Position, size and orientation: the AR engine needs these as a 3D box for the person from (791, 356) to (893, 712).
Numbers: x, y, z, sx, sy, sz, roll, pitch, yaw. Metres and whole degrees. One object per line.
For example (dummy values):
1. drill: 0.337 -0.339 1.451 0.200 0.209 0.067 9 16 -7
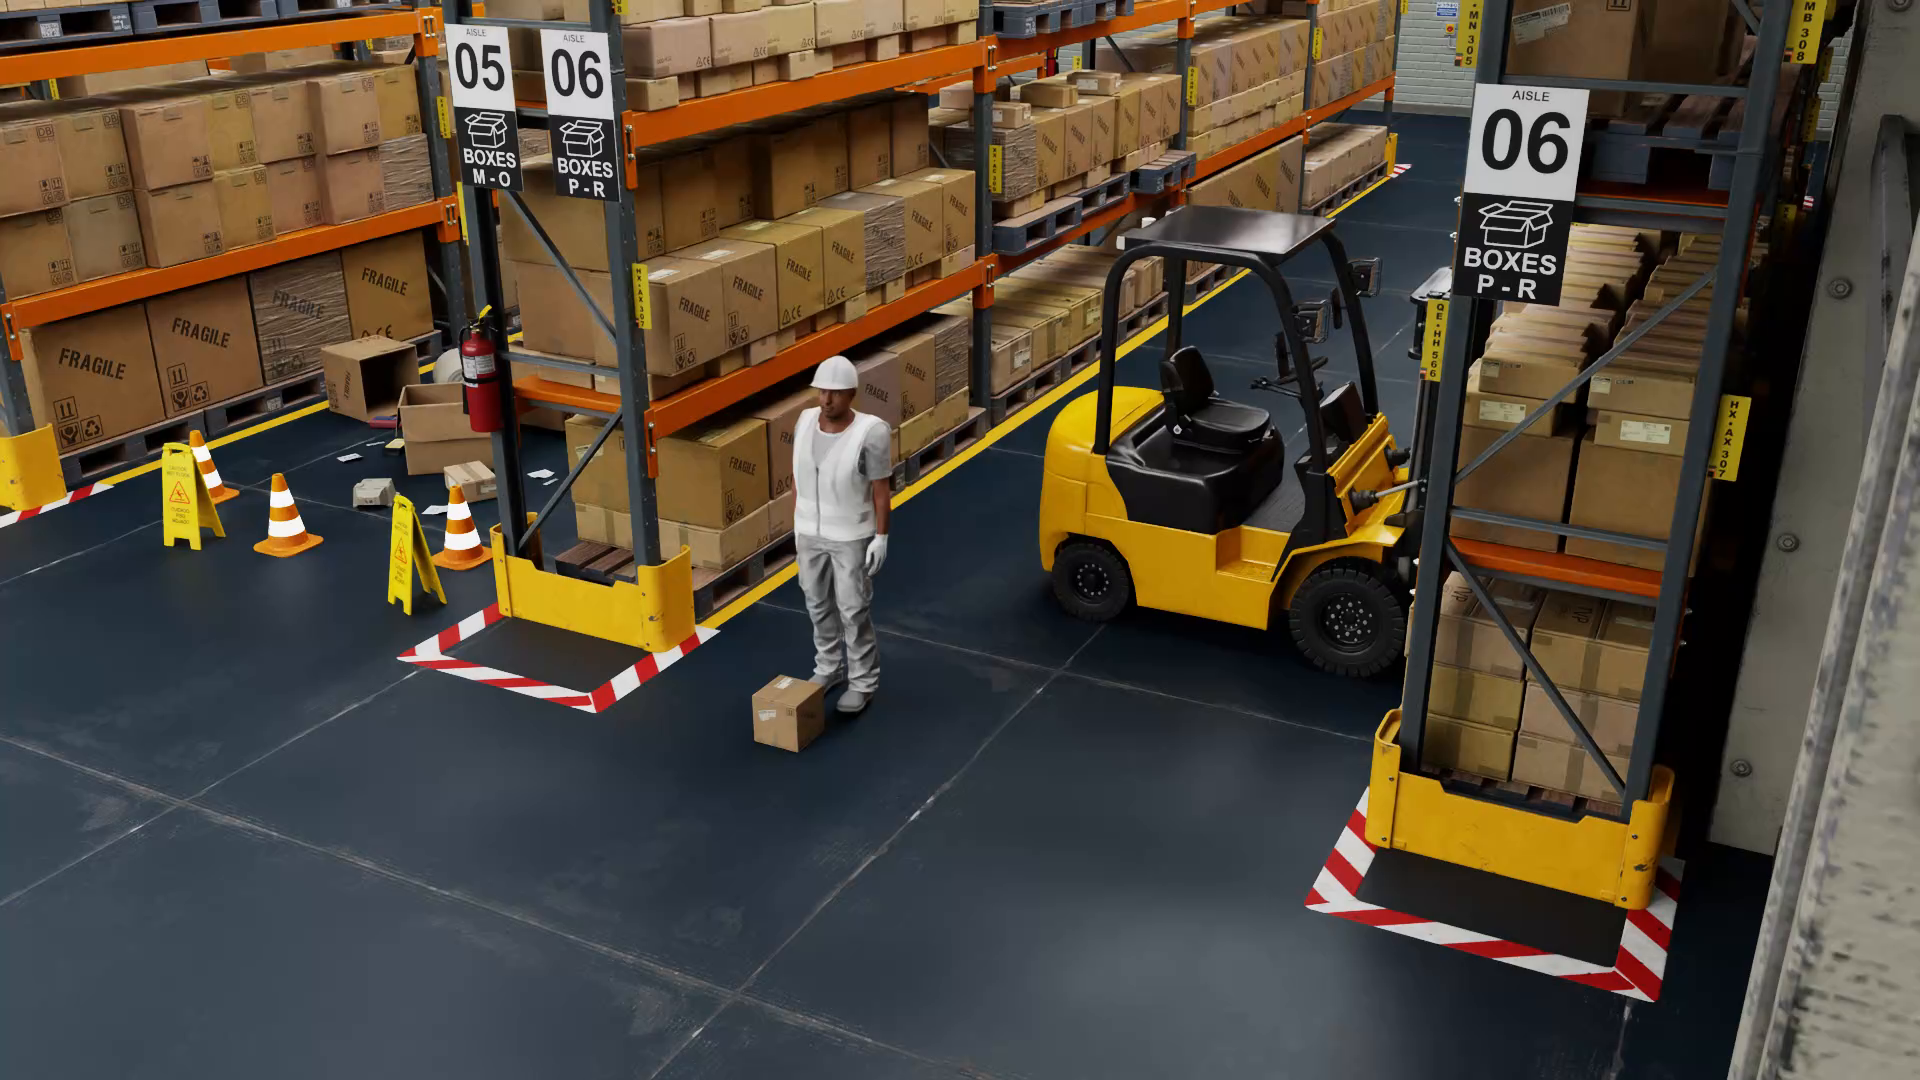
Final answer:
1. person: -0.608 -0.019 8.120 0.550 1.787 0.419 12 25 26
